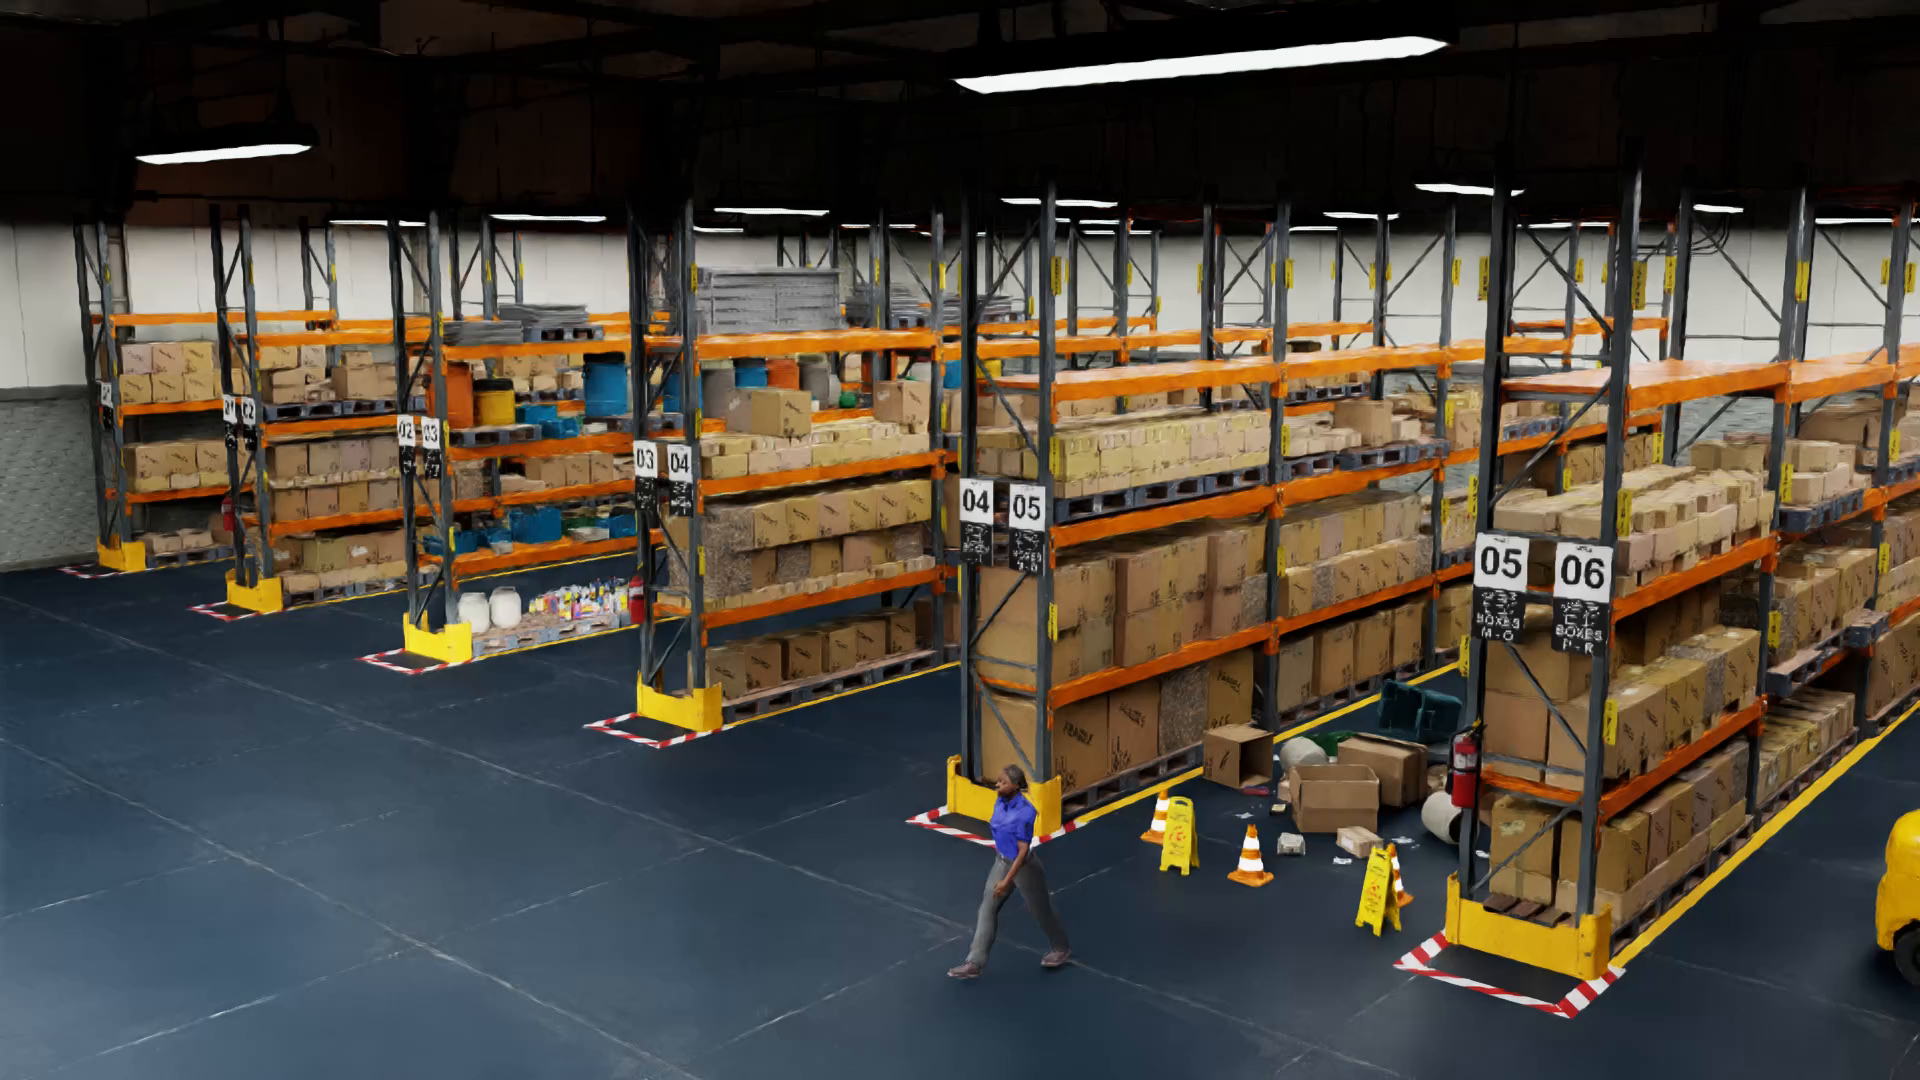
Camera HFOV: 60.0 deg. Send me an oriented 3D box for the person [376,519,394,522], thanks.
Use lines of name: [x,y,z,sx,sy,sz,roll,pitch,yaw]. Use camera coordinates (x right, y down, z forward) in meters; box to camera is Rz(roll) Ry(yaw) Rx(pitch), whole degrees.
person: [-9.983,-0.450,28.756,0.677,1.742,0.552,8,12,39]

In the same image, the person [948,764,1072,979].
person: [0.393,2.396,12.066,0.992,1.574,0.441,-8,12,-40]
